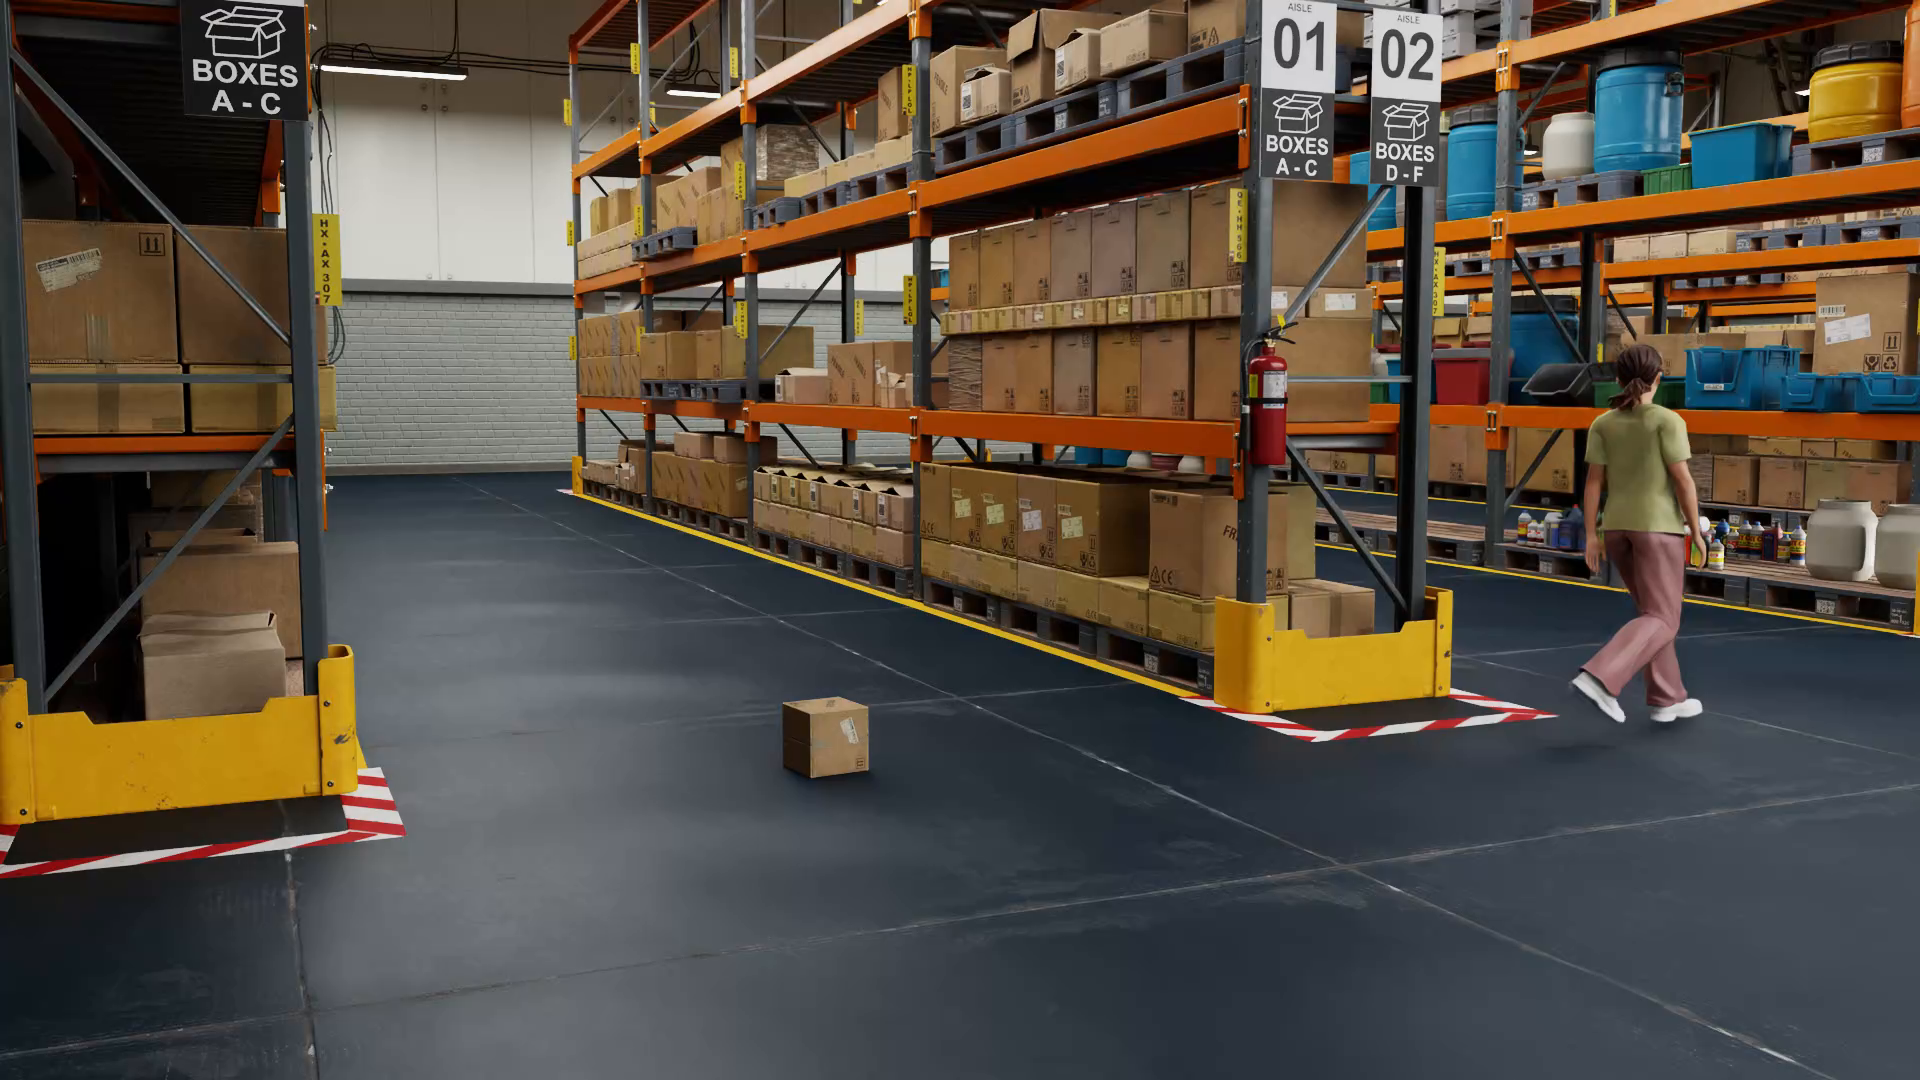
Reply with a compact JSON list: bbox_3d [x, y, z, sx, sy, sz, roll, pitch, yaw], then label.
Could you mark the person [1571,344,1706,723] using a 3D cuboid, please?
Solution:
[{"bbox_3d":[2.900,-0.009,7.093,0.889,1.625,0.474,-3,6,-32],"label":"person"}]
